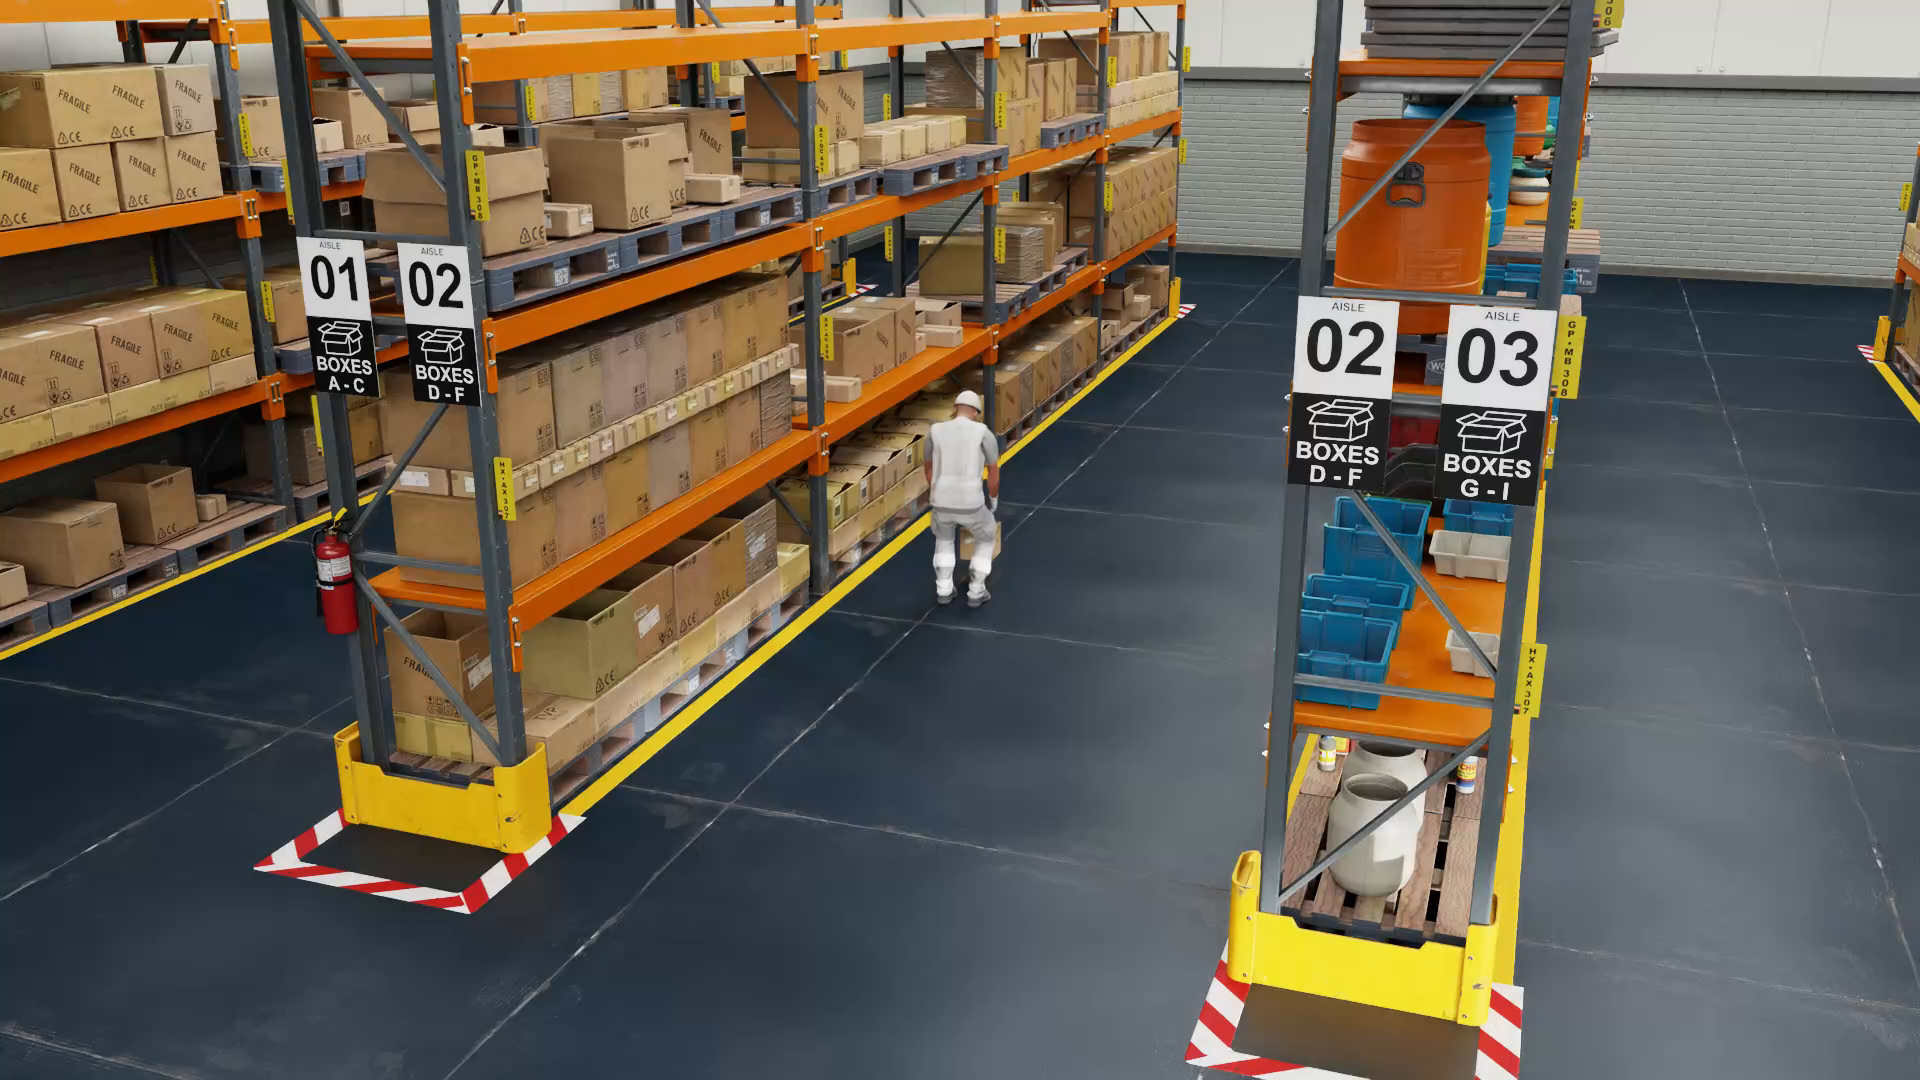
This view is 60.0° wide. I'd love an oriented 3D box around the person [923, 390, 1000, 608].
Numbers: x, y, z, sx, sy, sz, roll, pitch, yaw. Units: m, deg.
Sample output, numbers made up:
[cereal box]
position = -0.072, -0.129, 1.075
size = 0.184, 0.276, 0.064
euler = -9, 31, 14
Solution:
[person]
position = -0.003, -0.302, 12.297
size = 0.577, 1.555, 0.668
euler = 6, 19, 18
